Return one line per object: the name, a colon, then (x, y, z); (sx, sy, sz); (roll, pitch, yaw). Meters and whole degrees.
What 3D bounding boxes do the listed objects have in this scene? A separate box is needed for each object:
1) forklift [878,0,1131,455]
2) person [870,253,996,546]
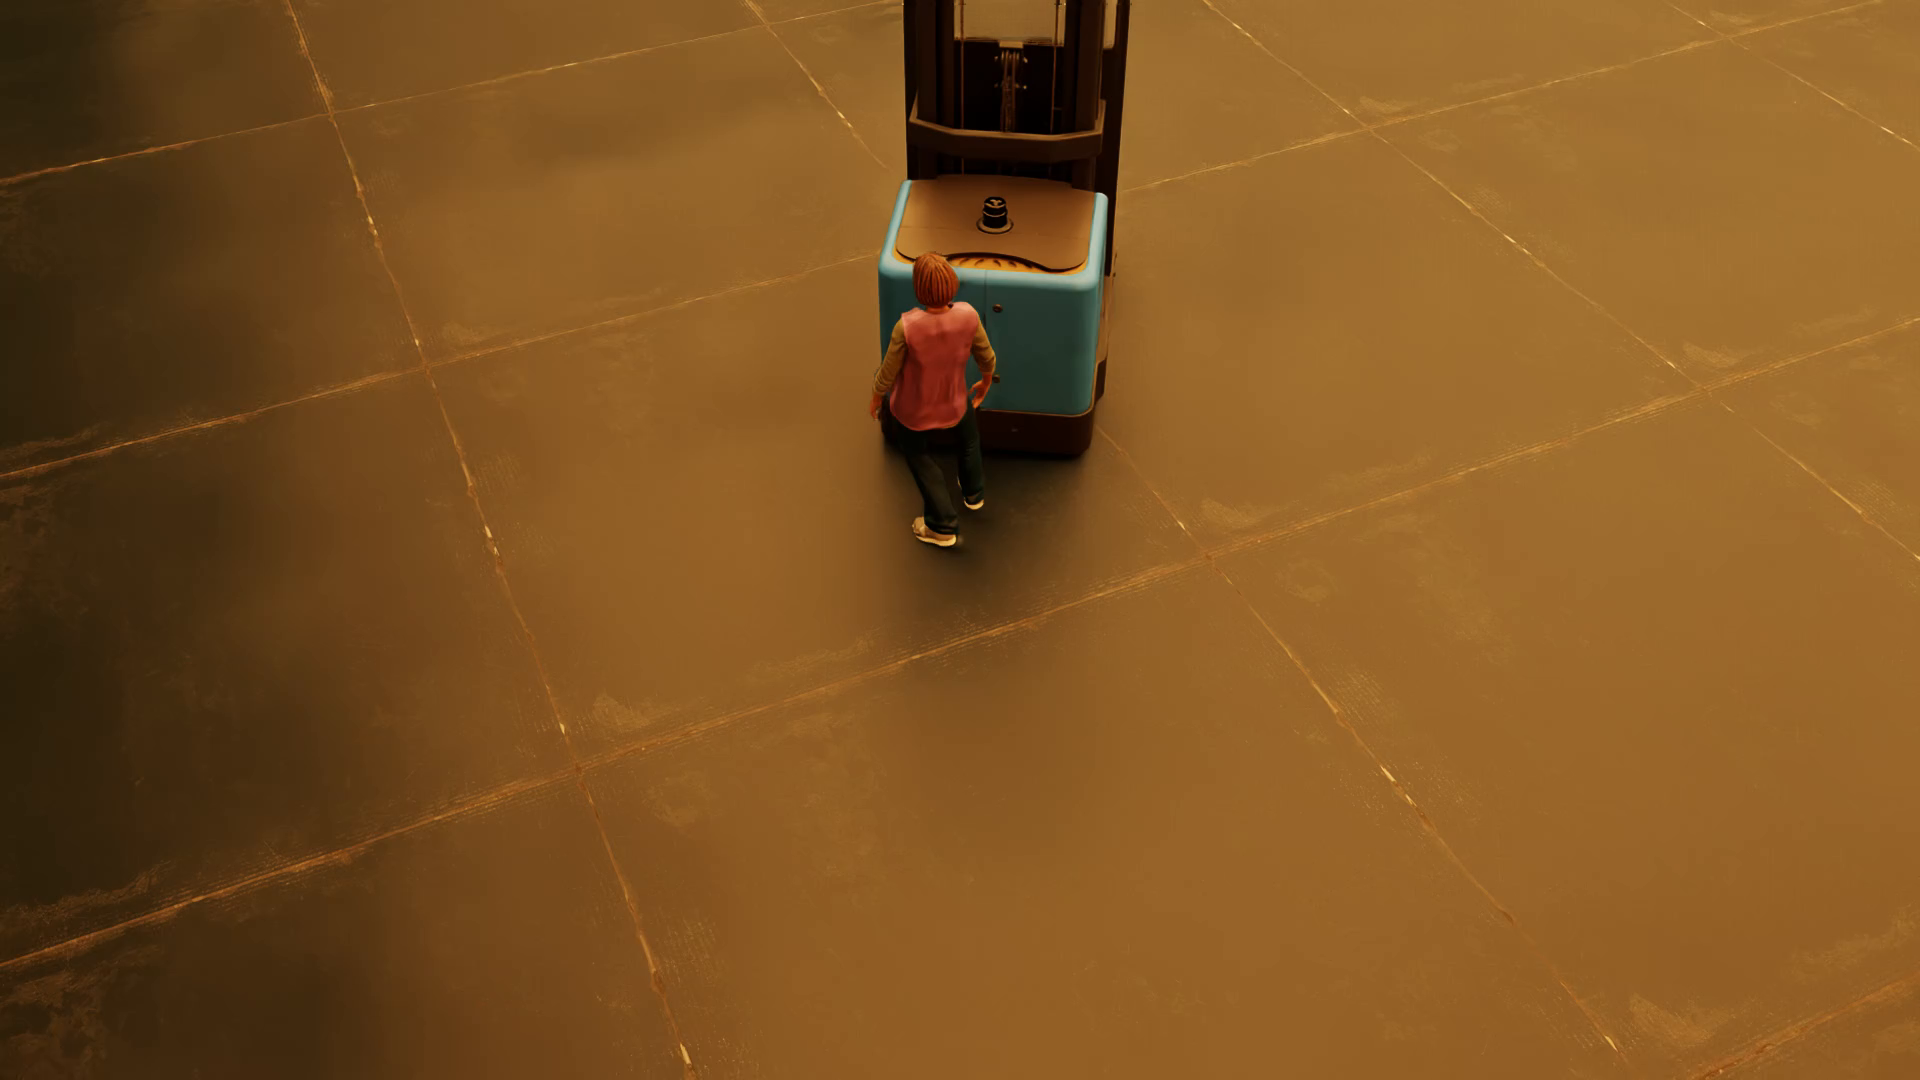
forklift: (0.302, -2.498, 8.357); (1.130, 2.935, 3.031); (5, 43, 5)
person: (-0.131, -0.669, 7.408); (0.573, 1.573, 0.520); (-12, 44, -12)
